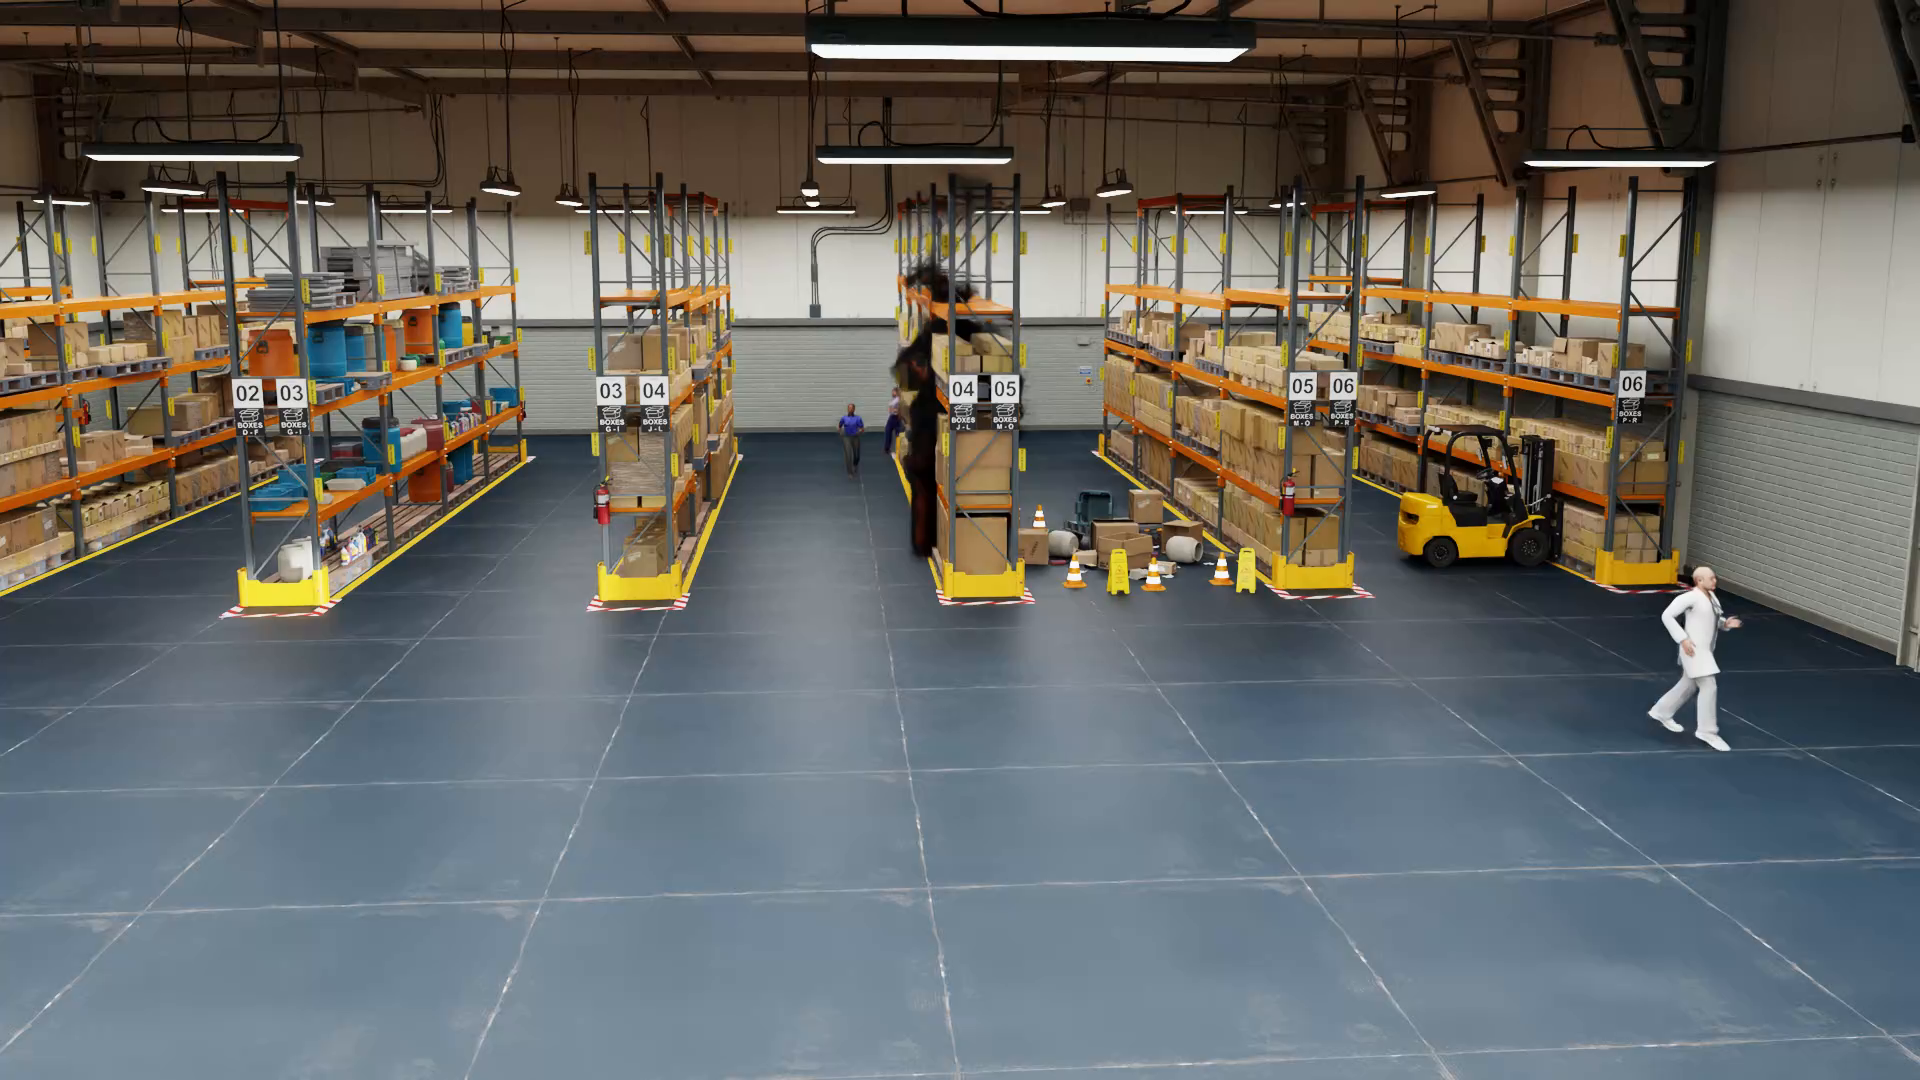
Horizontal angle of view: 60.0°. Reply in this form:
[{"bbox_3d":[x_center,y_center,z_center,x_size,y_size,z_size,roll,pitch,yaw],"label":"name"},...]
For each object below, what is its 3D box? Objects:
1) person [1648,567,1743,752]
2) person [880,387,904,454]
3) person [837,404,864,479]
[{"bbox_3d":[7.486,1.164,16.919,0.893,1.823,0.699,9,14,42],"label":"person"},{"bbox_3d":[-1.508,-2.903,40.574,0.789,1.685,0.604,-5,11,-27],"label":"person"},{"bbox_3d":[-2.380,-2.167,36.308,0.586,1.616,0.727,-1,10,-5],"label":"person"}]
